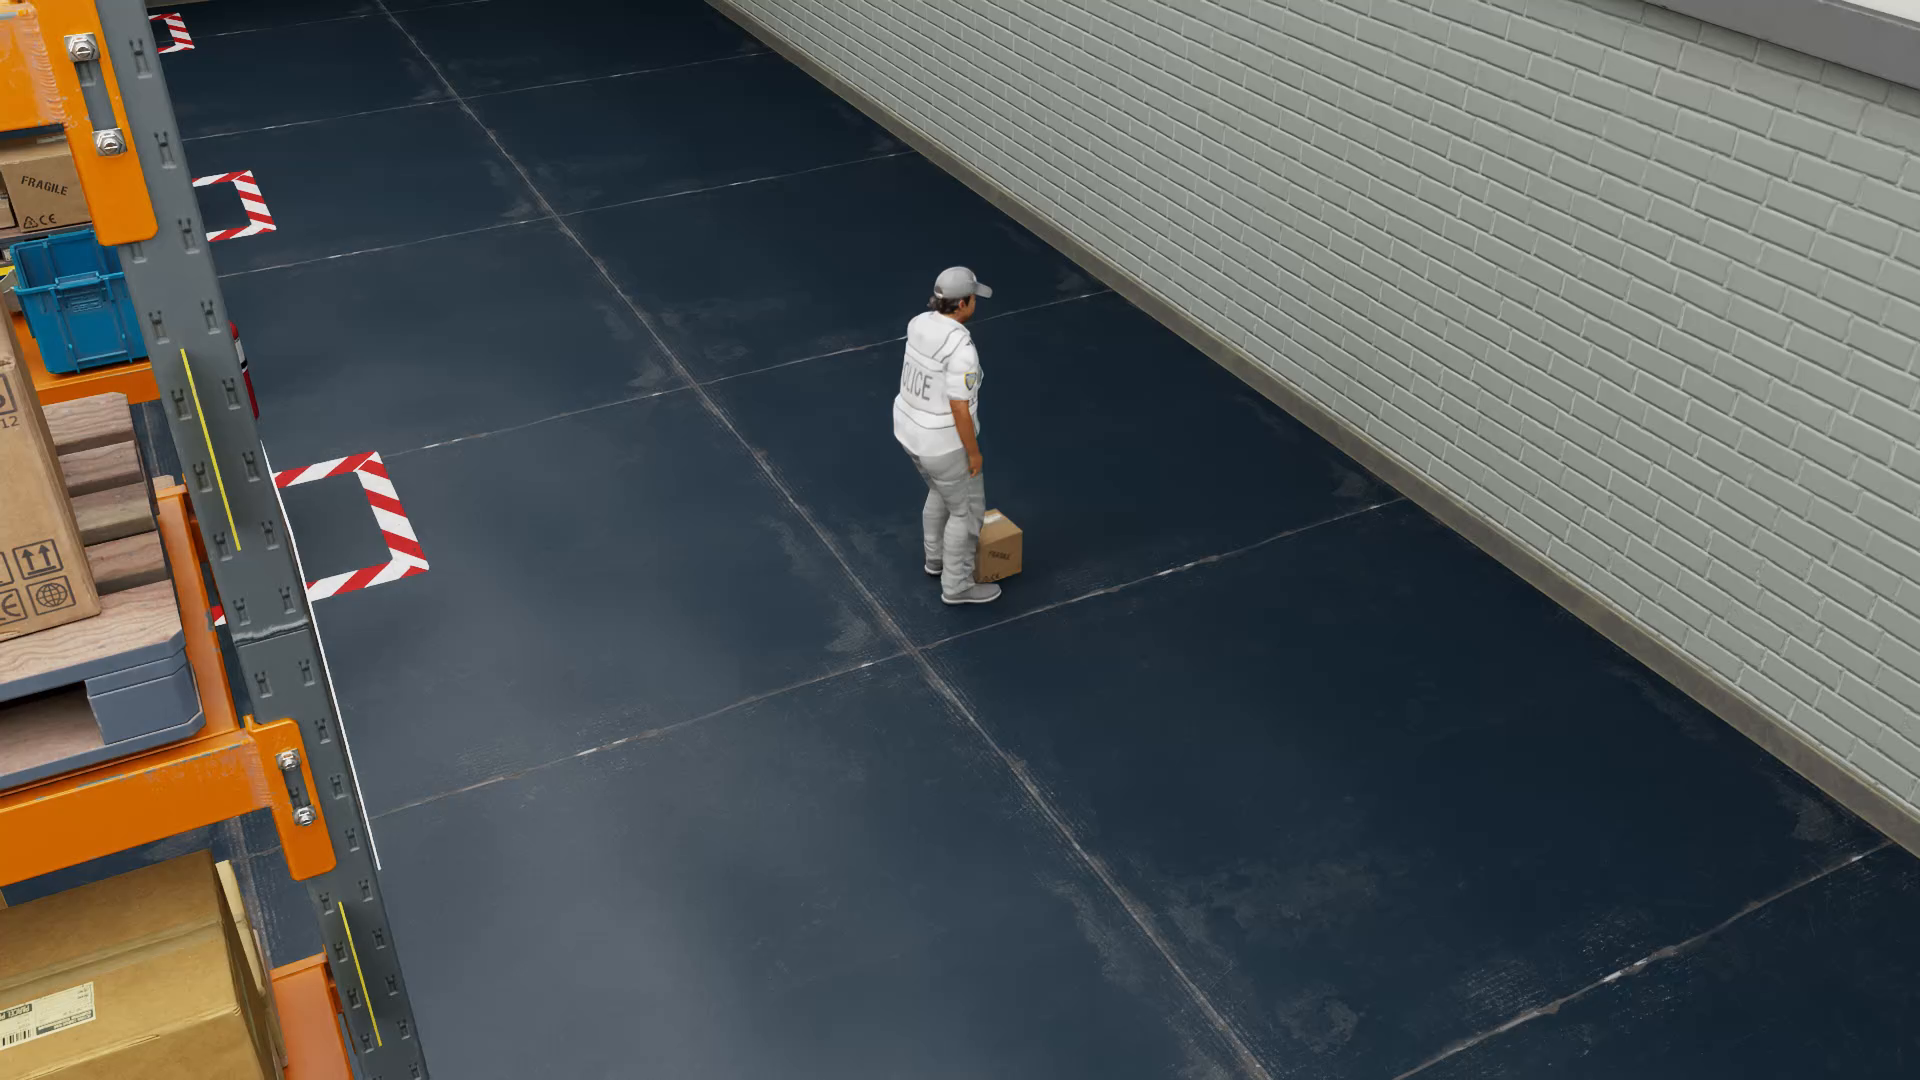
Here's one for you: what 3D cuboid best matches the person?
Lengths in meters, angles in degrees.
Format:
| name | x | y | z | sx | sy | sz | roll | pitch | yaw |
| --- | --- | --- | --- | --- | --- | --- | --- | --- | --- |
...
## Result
| name | x | y | z | sx | sy | sz | roll | pitch | yaw |
| --- | --- | --- | --- | --- | --- | --- | --- | --- | --- |
| person | -0.049 | -0.495 | 7.890 | 0.469 | 1.664 | 0.547 | -18 | 37 | -25 |
